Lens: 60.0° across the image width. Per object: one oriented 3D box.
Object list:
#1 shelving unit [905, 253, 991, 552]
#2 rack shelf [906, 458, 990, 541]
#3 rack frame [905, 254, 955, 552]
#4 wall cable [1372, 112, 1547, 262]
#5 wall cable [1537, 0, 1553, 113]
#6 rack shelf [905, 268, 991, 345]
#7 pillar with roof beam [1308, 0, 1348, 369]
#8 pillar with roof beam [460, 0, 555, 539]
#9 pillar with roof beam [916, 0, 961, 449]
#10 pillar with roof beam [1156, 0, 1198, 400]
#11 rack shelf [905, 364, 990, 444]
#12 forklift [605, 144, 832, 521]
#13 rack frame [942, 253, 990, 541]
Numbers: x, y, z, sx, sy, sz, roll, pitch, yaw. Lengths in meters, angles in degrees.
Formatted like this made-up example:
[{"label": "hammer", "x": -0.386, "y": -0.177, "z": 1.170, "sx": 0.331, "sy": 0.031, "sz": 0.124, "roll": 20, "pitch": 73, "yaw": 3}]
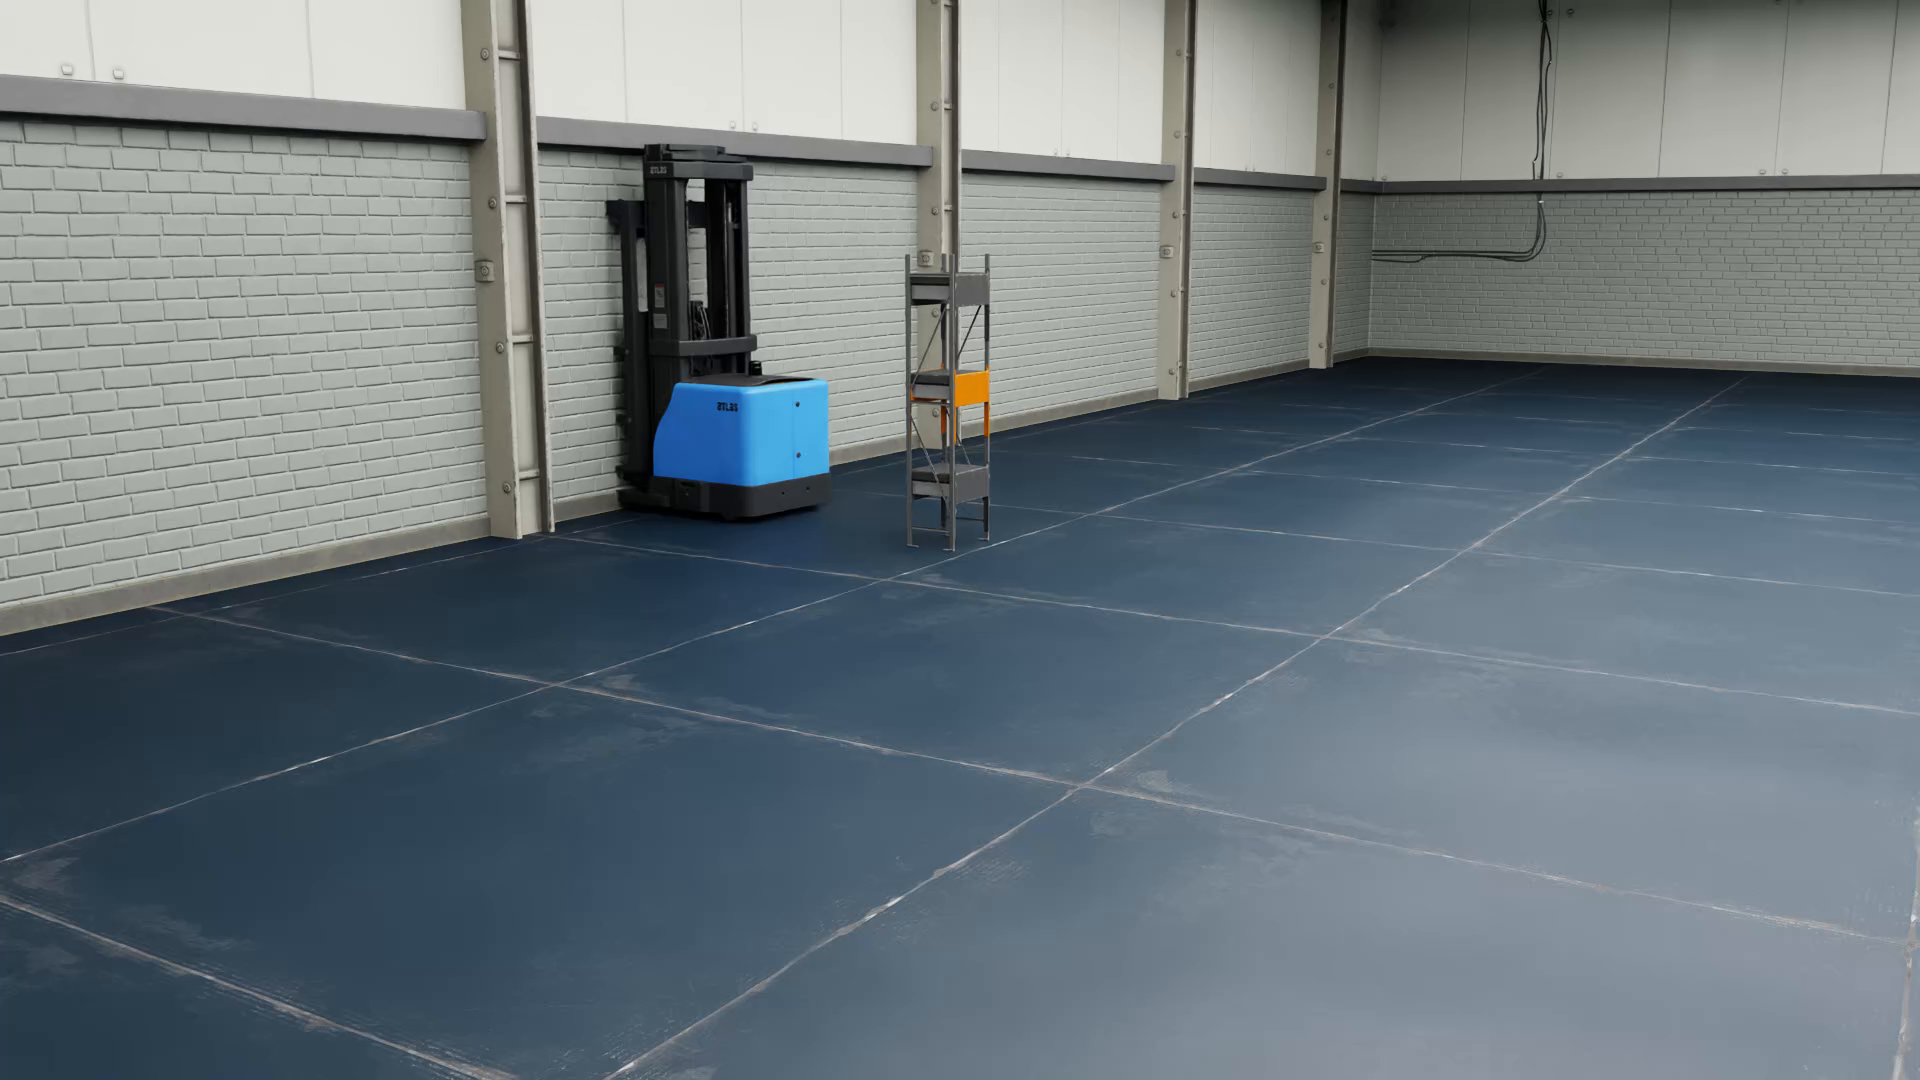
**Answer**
[{"label": "shelving unit", "x": -0.086, "y": -1.006, "z": 12.036, "sx": 0.431, "sy": 2.100, "sz": 0.503, "roll": 6, "pitch": 12, "yaw": 31}, {"label": "rack shelf", "x": -0.086, "y": -0.305, "z": 12.168, "sx": 0.431, "sy": 0.518, "sz": 0.480, "roll": 6, "pitch": 12, "yaw": 31}, {"label": "rack frame", "x": -0.213, "y": -0.968, "z": 11.831, "sx": 0.400, "sy": 2.100, "sz": 0.015, "roll": 6, "pitch": 12, "yaw": 31}, {"label": "wall cable", "x": 8.673, "y": -6.117, "z": 29.025, "sx": 3.097, "sy": 2.526, "sz": 0.112, "roll": 6, "pitch": 12, "yaw": 31}, {"label": "wall cable", "x": 10.985, "y": -8.341, "z": 27.180, "sx": 3.097, "sy": 2.526, "sz": 0.112, "roll": 6, "pitch": 12, "yaw": 31}, {"label": "rack shelf", "x": -0.086, "y": -1.681, "z": 11.910, "sx": 0.431, "sy": 0.518, "sz": 0.480, "roll": 6, "pitch": 12, "yaw": 31}, {"label": "pillar with roof beam", "x": 9.693, "y": -6.895, "z": 24.743, "sx": 9.100, "sy": 9.000, "sz": 0.400, "roll": 6, "pitch": 12, "yaw": 31}, {"label": "pillar with roof beam", "x": 0.348, "y": -4.064, "z": 9.622, "sx": 9.100, "sy": 9.000, "sz": 0.400, "roll": 6, "pitch": 12, "yaw": 31}, {"label": "pillar with roof beam", "x": 3.463, "y": -5.008, "z": 14.662, "sx": 9.100, "sy": 9.000, "sz": 0.400, "roll": 6, "pitch": 12, "yaw": 31}, {"label": "pillar with roof beam", "x": 6.578, "y": -5.951, "z": 19.702, "sx": 9.100, "sy": 9.000, "sz": 0.400, "roll": 6, "pitch": 12, "yaw": 31}, {"label": "rack shelf", "x": -0.086, "y": -0.993, "z": 12.039, "sx": 0.431, "sy": 0.518, "sz": 0.480, "roll": 6, "pitch": 12, "yaw": 31}, {"label": "forklift", "x": -2.557, "y": -1.781, "z": 13.917, "sx": 3.031, "sy": 2.935, "sz": 1.130, "roll": 7, "pitch": 13, "yaw": 34}, {"label": "rack frame", "x": 0.041, "y": -1.044, "z": 12.241, "sx": 0.400, "sy": 2.100, "sz": 0.015, "roll": 6, "pitch": 12, "yaw": 31}]
